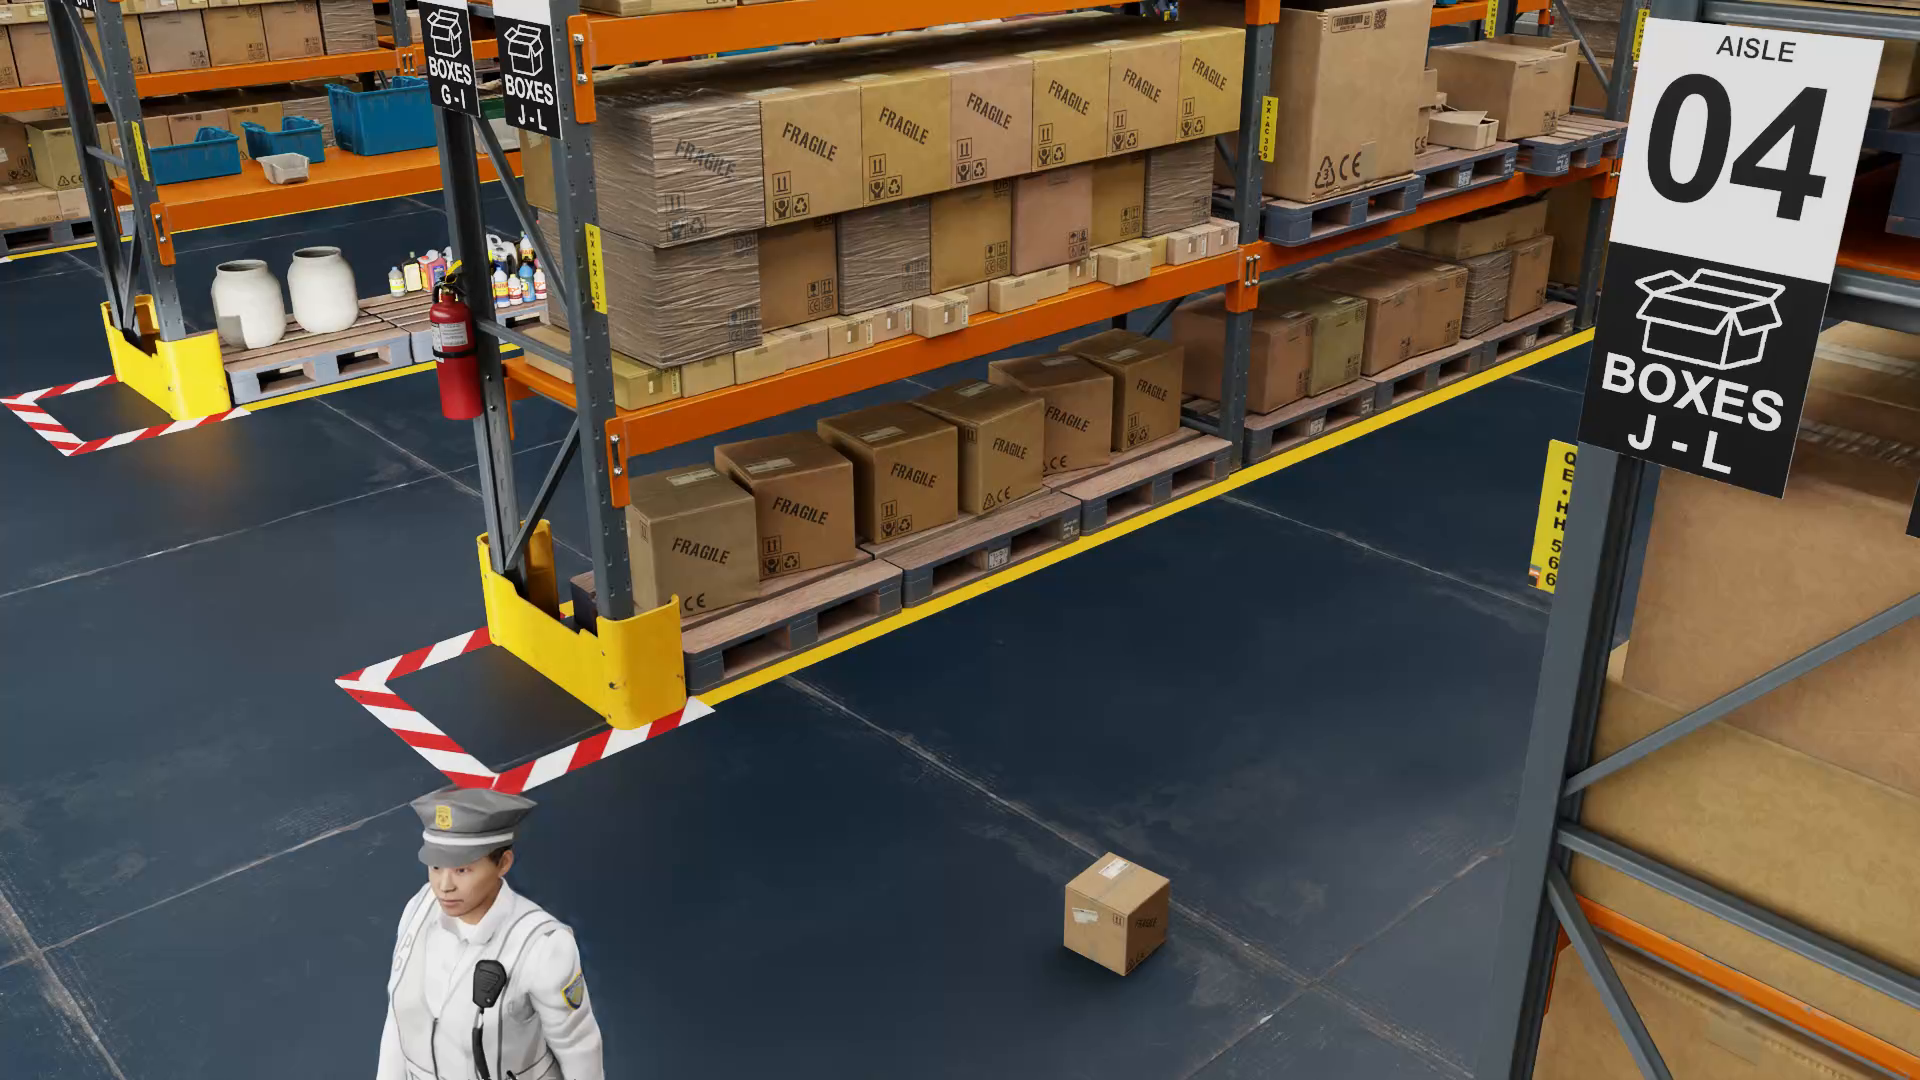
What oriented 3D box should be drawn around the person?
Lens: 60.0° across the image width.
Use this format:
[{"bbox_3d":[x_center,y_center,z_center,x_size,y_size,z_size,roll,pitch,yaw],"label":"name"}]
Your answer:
[{"bbox_3d":[-1.060,1.270,3.759,0.475,1.641,0.950,13,28,27],"label":"person"}]
